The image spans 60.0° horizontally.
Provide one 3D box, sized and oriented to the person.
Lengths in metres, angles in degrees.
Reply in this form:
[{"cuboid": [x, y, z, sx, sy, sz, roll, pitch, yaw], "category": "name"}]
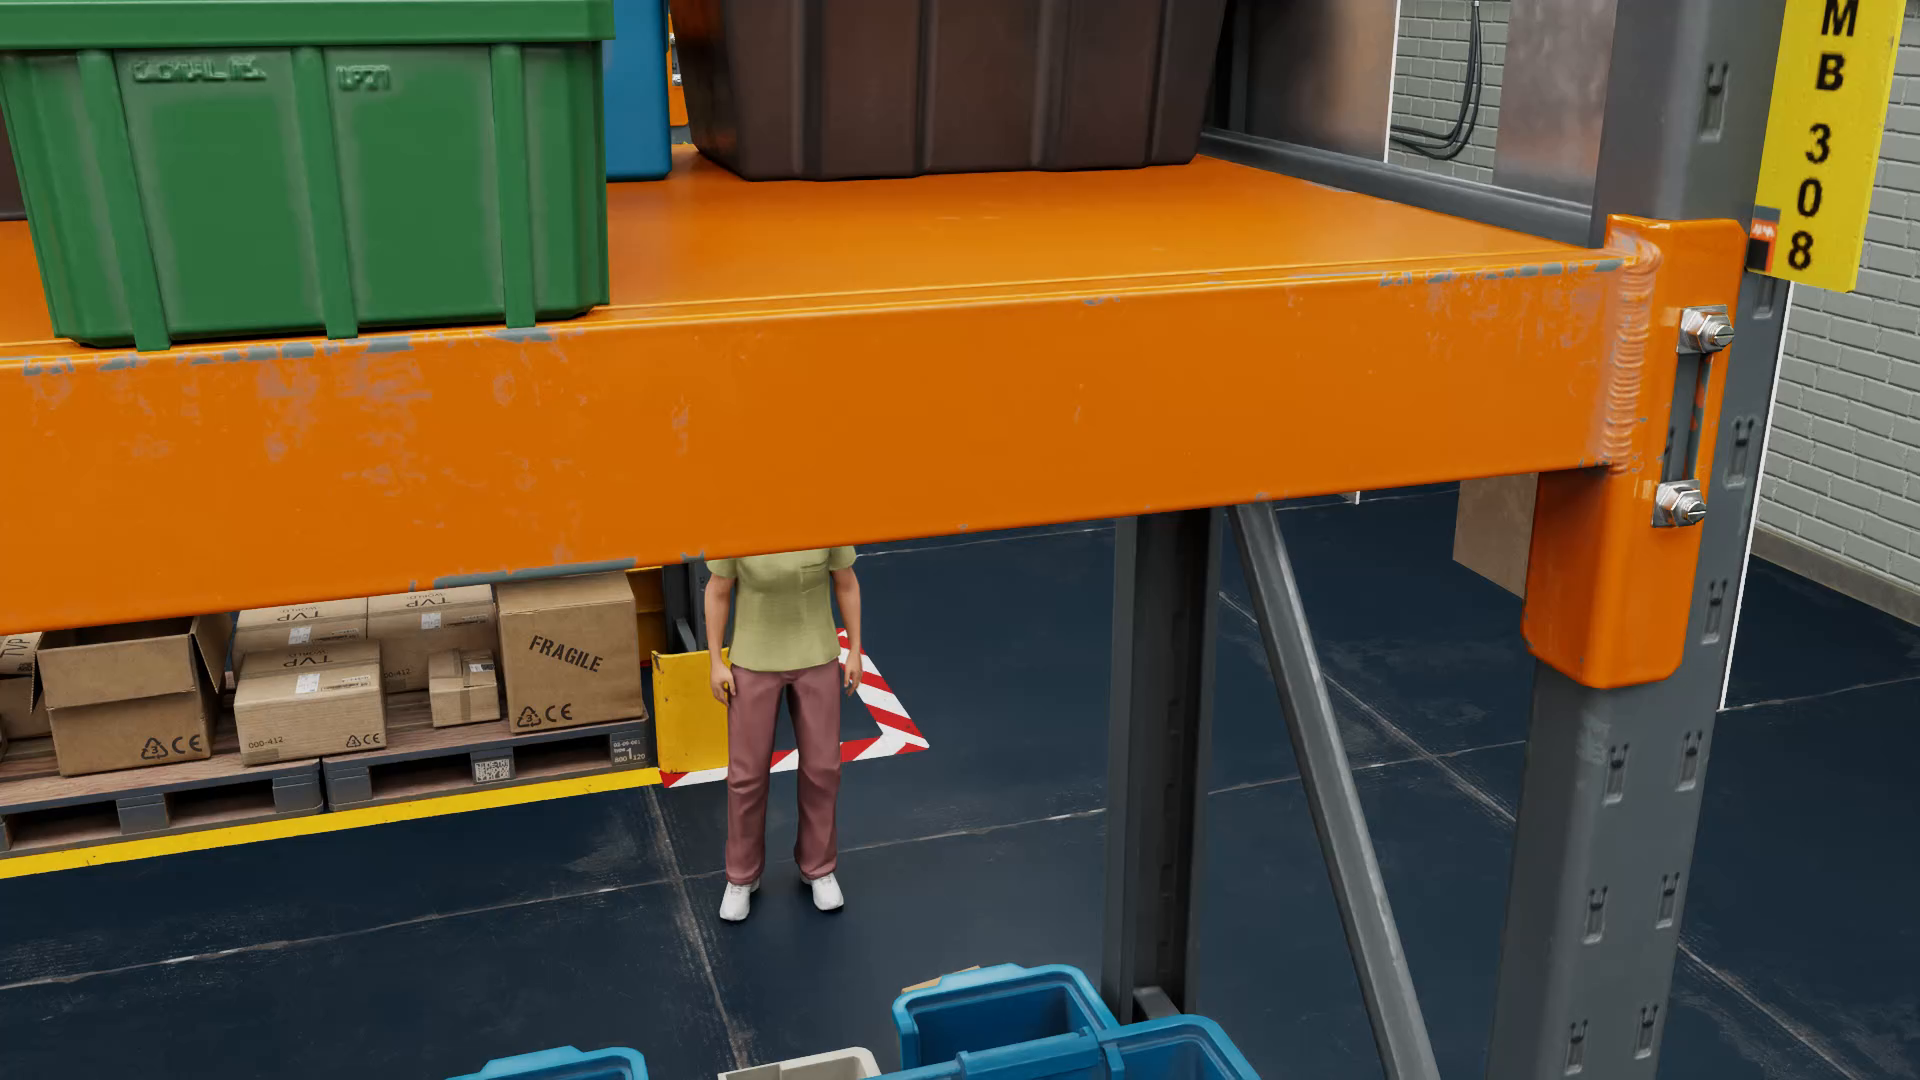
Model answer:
[{"cuboid": [-0.566, 0.413, 5.391, 0.519, 1.673, 0.349, -4, 20, -12], "category": "person"}]
